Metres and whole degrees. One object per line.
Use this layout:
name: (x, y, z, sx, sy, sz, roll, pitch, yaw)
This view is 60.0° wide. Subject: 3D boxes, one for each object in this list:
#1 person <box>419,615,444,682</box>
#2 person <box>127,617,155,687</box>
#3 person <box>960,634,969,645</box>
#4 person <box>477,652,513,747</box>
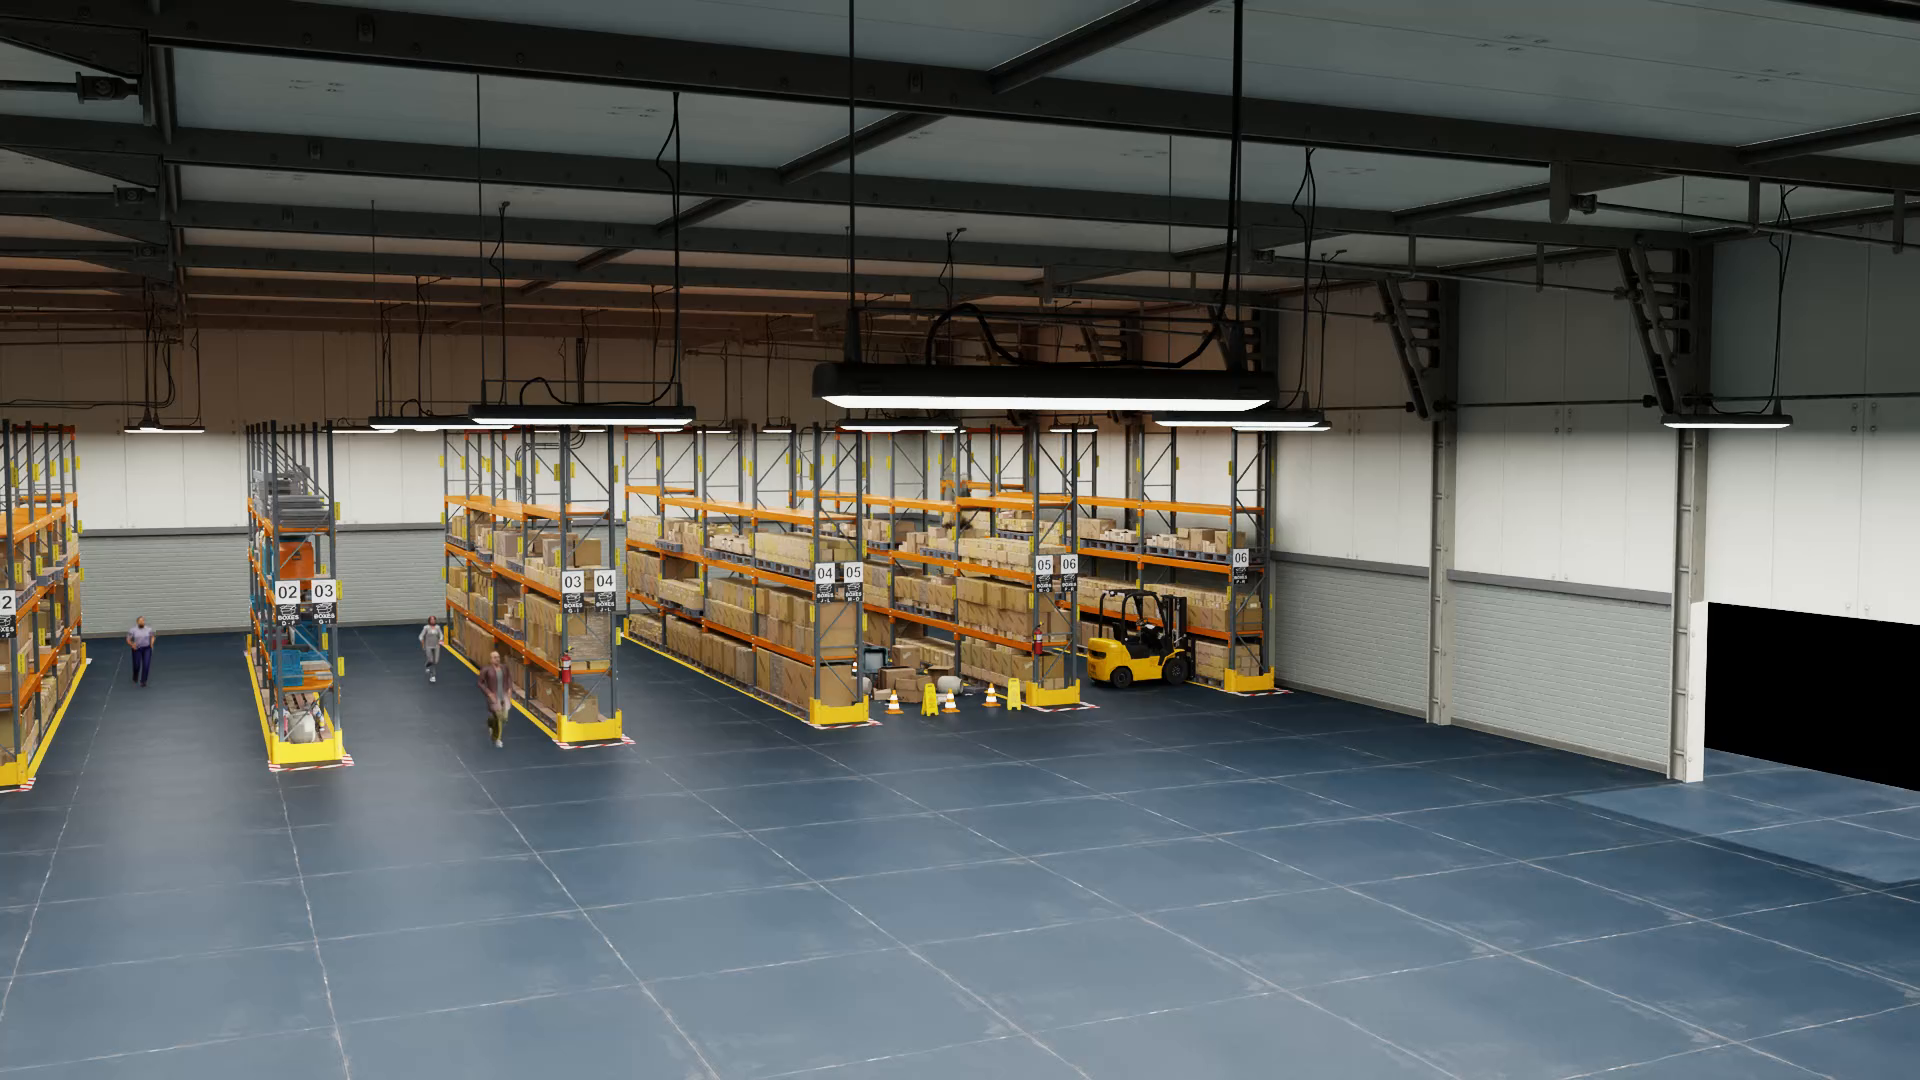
person: (-12.291, 2.527, 38.744, 0.534, 1.554, 0.539, -2, 4, -30)
person: (-18.729, 2.545, 38.055, 0.595, 1.601, 0.561, -2, 4, -34)
person: (0.151, 2.179, 43.245, 0.620, 1.725, 0.856, -1, 4, -21)
person: (-8.631, 2.935, 30.838, 0.711, 1.763, 0.718, -3, 5, -43)
